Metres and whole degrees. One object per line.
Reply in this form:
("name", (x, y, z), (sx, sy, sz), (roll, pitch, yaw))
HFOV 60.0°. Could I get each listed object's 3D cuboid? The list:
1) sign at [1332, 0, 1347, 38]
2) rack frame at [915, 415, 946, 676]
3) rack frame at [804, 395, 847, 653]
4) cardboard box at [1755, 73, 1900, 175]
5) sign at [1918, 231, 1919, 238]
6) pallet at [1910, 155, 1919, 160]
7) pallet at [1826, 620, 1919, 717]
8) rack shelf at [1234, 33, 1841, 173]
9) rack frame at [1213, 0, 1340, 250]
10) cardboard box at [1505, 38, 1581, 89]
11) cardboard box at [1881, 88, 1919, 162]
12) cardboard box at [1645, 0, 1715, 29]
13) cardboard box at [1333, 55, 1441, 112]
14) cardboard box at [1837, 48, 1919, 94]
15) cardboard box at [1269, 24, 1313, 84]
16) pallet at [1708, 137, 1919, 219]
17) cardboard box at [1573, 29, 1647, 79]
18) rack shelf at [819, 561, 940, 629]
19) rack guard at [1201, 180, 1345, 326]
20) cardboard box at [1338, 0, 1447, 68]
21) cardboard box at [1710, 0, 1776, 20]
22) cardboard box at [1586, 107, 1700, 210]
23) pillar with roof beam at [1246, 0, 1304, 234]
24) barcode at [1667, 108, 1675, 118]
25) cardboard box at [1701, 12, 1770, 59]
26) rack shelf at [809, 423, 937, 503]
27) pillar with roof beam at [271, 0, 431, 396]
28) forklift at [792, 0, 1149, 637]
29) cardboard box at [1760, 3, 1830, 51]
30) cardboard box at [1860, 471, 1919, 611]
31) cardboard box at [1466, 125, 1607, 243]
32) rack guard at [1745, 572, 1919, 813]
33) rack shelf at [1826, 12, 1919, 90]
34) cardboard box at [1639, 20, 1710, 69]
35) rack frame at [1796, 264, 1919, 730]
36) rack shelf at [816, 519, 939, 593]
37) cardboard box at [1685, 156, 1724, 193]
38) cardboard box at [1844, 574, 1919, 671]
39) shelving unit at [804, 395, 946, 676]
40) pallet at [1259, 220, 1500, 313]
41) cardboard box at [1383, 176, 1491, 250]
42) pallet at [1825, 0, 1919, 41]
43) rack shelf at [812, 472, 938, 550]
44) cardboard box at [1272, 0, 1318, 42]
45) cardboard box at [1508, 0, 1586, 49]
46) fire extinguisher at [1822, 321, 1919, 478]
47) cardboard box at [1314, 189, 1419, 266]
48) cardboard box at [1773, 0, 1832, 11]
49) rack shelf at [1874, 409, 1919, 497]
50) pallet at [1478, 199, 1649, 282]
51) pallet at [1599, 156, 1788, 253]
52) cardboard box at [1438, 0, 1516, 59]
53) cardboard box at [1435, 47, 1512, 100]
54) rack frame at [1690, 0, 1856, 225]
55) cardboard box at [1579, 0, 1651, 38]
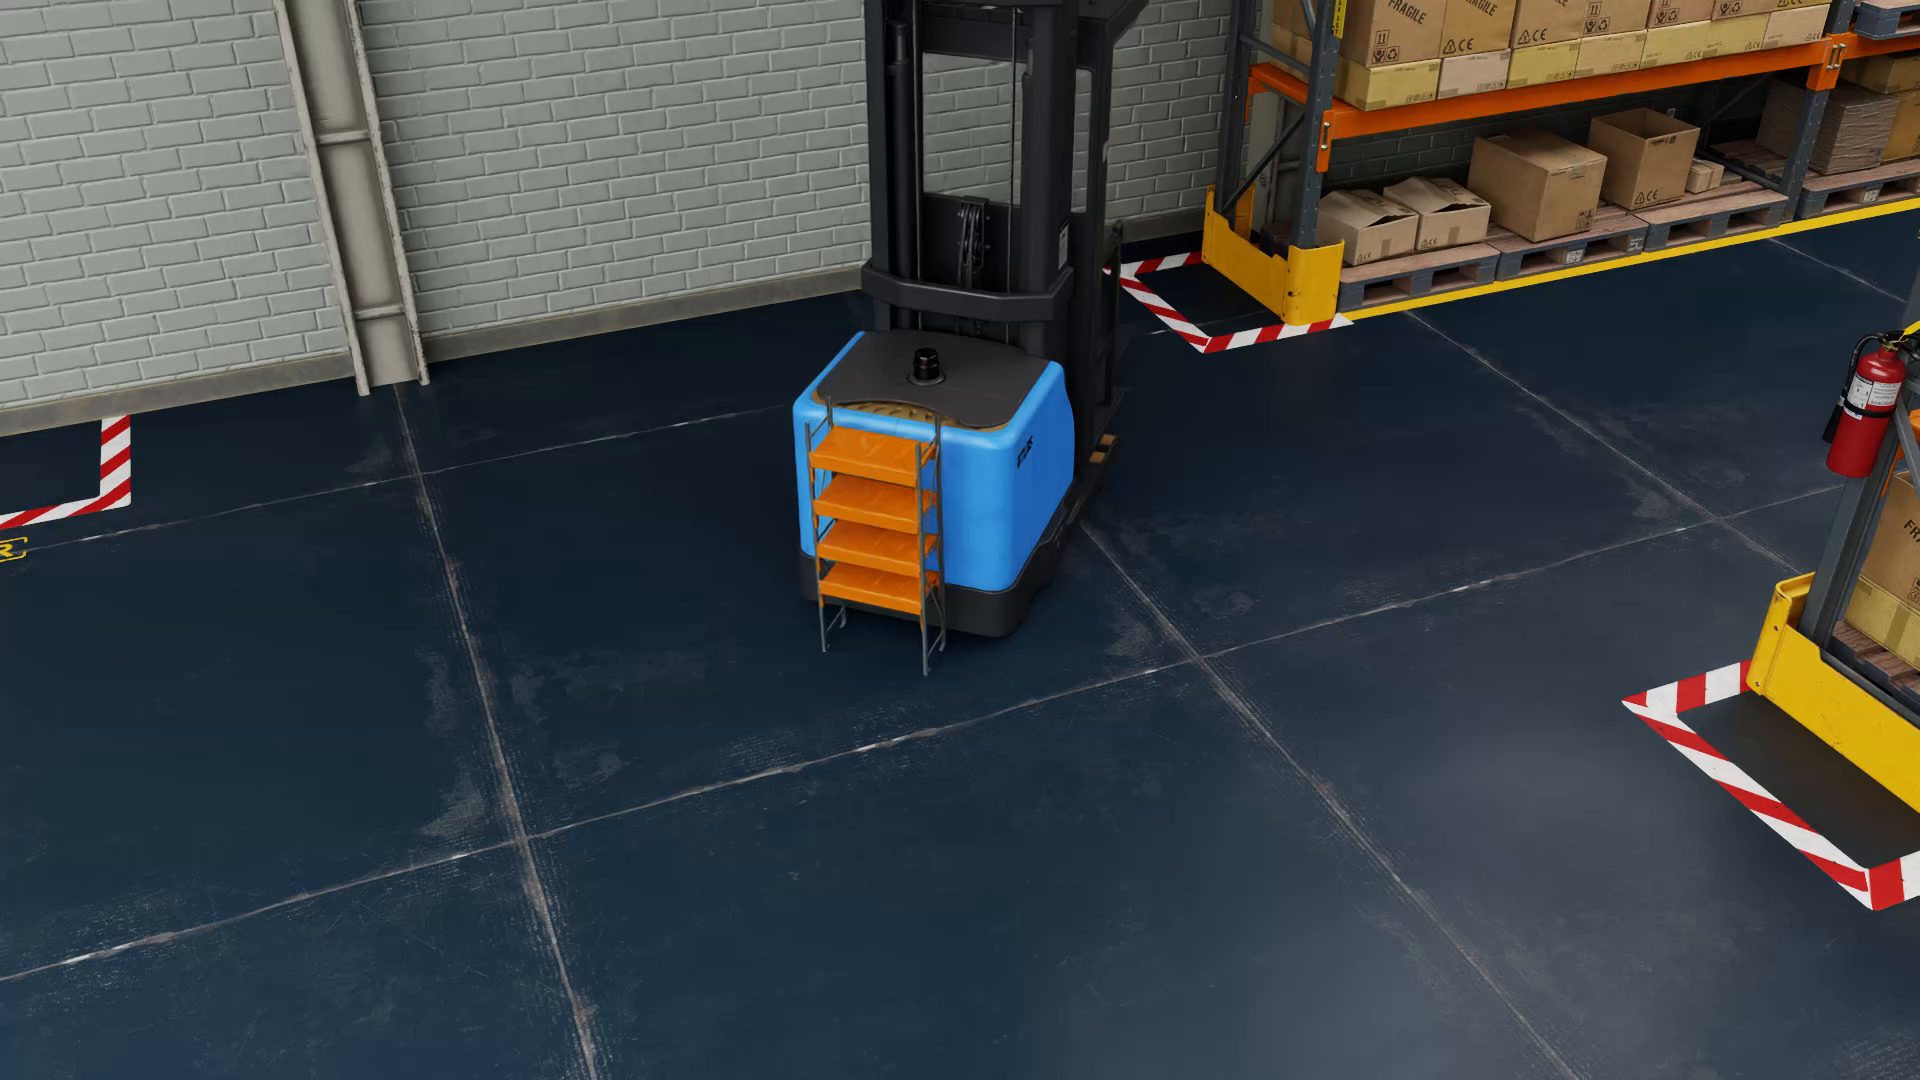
("sign", (2.120, -2.974, 9.277), (0.005, 0.325, 0.100), (-13, 35, -19))
("rack frame", (-0.121, 0.043, 7.073), (0.015, 1.200, 0.240), (11, 37, 17))
("rack frame", (-0.578, -0.050, 7.216), (0.015, 1.200, 0.240), (11, 37, 17))
("cardboard box", (6.270, -3.029, 12.043), (0.500, 0.500, 0.700), (-12, 35, -17))
("sign", (3.634, -1.254, 6.148), (0.005, 0.325, 0.100), (-13, 35, -19))
("pallet", (7.442, -2.984, 12.643), (1.213, 0.211, 1.003), (-13, 35, -19))
("pallet", (4.520, 0.593, 7.146), (1.213, 0.211, 1.003), (-13, 35, -19))
("rack shelf", (3.754, -3.005, 10.777), (4.000, 0.370, 1.077), (-13, 35, -19))
("rack frame", (1.910, -2.884, 9.932), (0.127, 3.000, 1.000), (-13, 35, -19))
("cardboard box", (3.428, -2.994, 10.221), (0.500, 0.250, 0.500), (-13, 35, -20))
("cardboard box", (6.727, -3.163, 12.250), (0.500, 0.500, 0.700), (-14, 35, -20))
("cardboard box", (4.355, -3.524, 10.347), (0.500, 0.500, 0.500), (-14, 36, -20))
("cardboard box", (2.483, -2.773, 9.880), (0.500, 0.250, 0.500), (-14, 36, -20))
("cardboard box", (6.675, -3.438, 11.984), (0.500, 0.250, 0.500), (-14, 35, -20))
("cardboard box", (2.266, -3.026, 10.269), (0.500, 0.250, 0.500), (-12, 35, -18))
("pallet", (6.315, -2.725, 12.244), (1.213, 0.211, 1.003), (-13, 35, -19))
("cardboard box", (3.895, -3.100, 10.383), (0.500, 0.250, 0.500), (-13, 35, -19))
("rack shelf", (-0.345, 0.214, 7.298), (0.480, 0.148, 0.258), (11, 37, 17))
("rack guard", (1.980, -1.852, 10.638), (0.348, 0.500, 1.175), (-13, 35, -19))
("cardboard box", (2.466, -3.093, 9.685), (0.500, 0.500, 0.500), (-13, 35, -19))
("cardboard box", (4.824, -3.625, 10.502), (0.500, 0.500, 0.500), (-13, 35, -19))
("cardboard box", (4.657, -2.626, 11.424), (0.500, 0.500, 0.500), (-16, 36, -22))
("pillar with roof beam", (3.887, -3.816, 5.864), (0.400, 9.000, 9.100), (-13, 35, -19))
("barcode", (5.007, -3.006, 11.715), (0.075, 0.075, 0.001), (-13, 35, -19))
("cardboard box", (4.816, -3.320, 10.722), (0.500, 0.250, 0.500), (-13, 35, -19))
("rack shelf", (-0.355, -0.324, 6.917), (0.480, 0.148, 0.258), (11, 37, 17))
("pillar with roof beam", (-1.645, -2.550, 3.917), (0.400, 9.000, 9.100), (-13, 35, -19))
("forklift", (0.221, -1.591, 8.008), (1.130, 2.935, 3.031), (11, 35, 16))
("cardboard box", (5.279, -3.422, 10.877), (0.500, 0.250, 0.500), (-13, 35, -19))
("cardboard box", (4.210, 0.006, 6.940), (0.500, 0.500, 0.500), (-13, 35, -19))
("cardboard box", (3.804, -2.372, 11.033), (0.500, 0.500, 0.700), (-15, 36, -22))
("rack guard", (3.809, 0.659, 6.779), (0.348, 0.500, 1.175), (-13, 35, -19))
("rack shelf", (7.442, -3.849, 12.075), (4.000, 0.370, 1.077), (-13, 35, -19))
("cardboard box", (4.358, -3.207, 10.547), (0.500, 0.250, 0.500), (-13, 35, -19))
("rack frame", (3.831, -0.394, 6.105), (0.127, 3.000, 1.000), (-13, 35, -19))
("rack shelf", (-0.348, 0.052, 7.184), (0.480, 0.148, 0.258), (11, 37, 17))
("cardboard box", (5.116, -2.597, 11.686), (0.250, 0.166, 0.380), (-18, 37, -25))
("cardboard box", (4.211, 0.321, 7.142), (0.500, 0.250, 0.500), (-13, 35, -19))
("shelving unit", (-0.349, -0.003, 7.145), (0.503, 1.200, 0.258), (11, 37, 17))
("pallet", (2.743, -1.885, 10.953), (1.213, 0.211, 1.003), (-13, 35, -19))
("cardboard box", (3.108, -2.162, 10.885), (0.500, 0.311, 0.500), (-10, 34, -15))
("pallet", (6.359, -3.736, 11.418), (1.213, 0.211, 1.003), (-13, 35, -19))
("rack shelf", (-0.352, -0.131, 7.054), (0.480, 0.148, 0.258), (11, 37, 17))
("cardboard box", (2.262, -3.350, 10.080), (0.500, 0.500, 0.500), (-13, 35, -19))
("cardboard box", (3.405, -3.299, 10.001), (0.500, 0.500, 0.500), (-14, 36, -20))
("fire extinguisher", (3.542, -0.570, 6.446), (0.183, 0.674, 0.296), (-13, 35, -19))
("cardboard box", (2.583, -2.042, 10.700), (0.500, 0.311, 0.500), (-17, 37, -24))
("cardboard box", (5.282, -3.733, 10.668), (0.500, 0.500, 0.500), (-13, 35, -19))
("rack shelf", (5.675, -0.514, 6.950), (4.000, 0.370, 1.077), (-13, 35, -19))
("pallet", (3.866, -2.140, 11.346), (1.213, 0.211, 1.003), (-13, 35, -19))
("pallet", (4.993, -2.400, 11.745), (1.213, 0.211, 1.003), (-13, 35, -19))
("cardboard box", (2.926, -3.193, 9.838), (0.500, 0.500, 0.500), (-13, 35, -19))
("cardboard box", (2.956, -2.890, 10.060), (0.500, 0.250, 0.500), (-14, 36, -20))
("rack frame", (5.598, -3.728, 11.230), (0.127, 3.000, 1.000), (-13, 35, -19))
("cardboard box", (3.876, -3.414, 10.178), (0.500, 0.500, 0.500), (-12, 35, -17))
